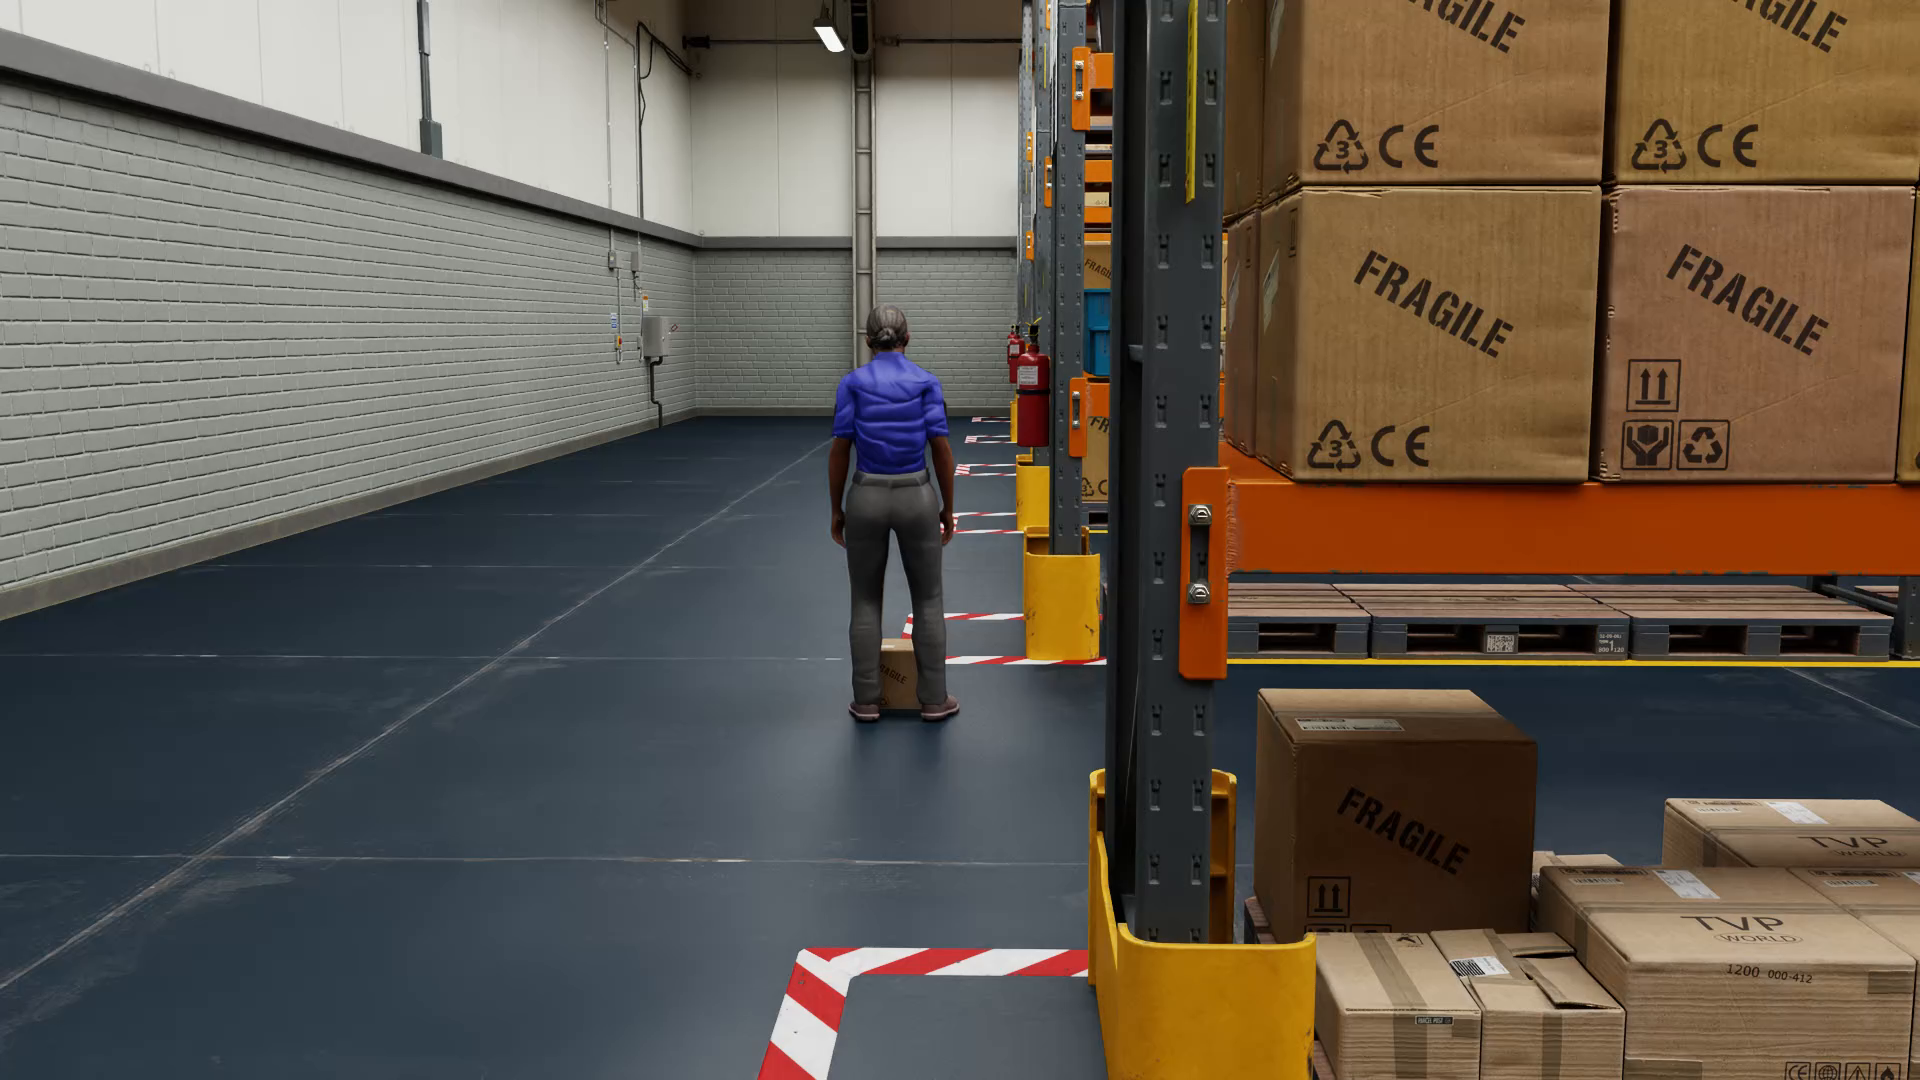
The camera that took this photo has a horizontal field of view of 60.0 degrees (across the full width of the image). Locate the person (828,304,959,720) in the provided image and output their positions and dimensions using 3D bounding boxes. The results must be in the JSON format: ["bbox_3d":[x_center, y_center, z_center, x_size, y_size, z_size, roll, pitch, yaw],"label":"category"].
[{"bbox_3d":[-0.262,-0.108,6.634,0.516,1.654,0.353,0,7,0],"label":"person"}]
